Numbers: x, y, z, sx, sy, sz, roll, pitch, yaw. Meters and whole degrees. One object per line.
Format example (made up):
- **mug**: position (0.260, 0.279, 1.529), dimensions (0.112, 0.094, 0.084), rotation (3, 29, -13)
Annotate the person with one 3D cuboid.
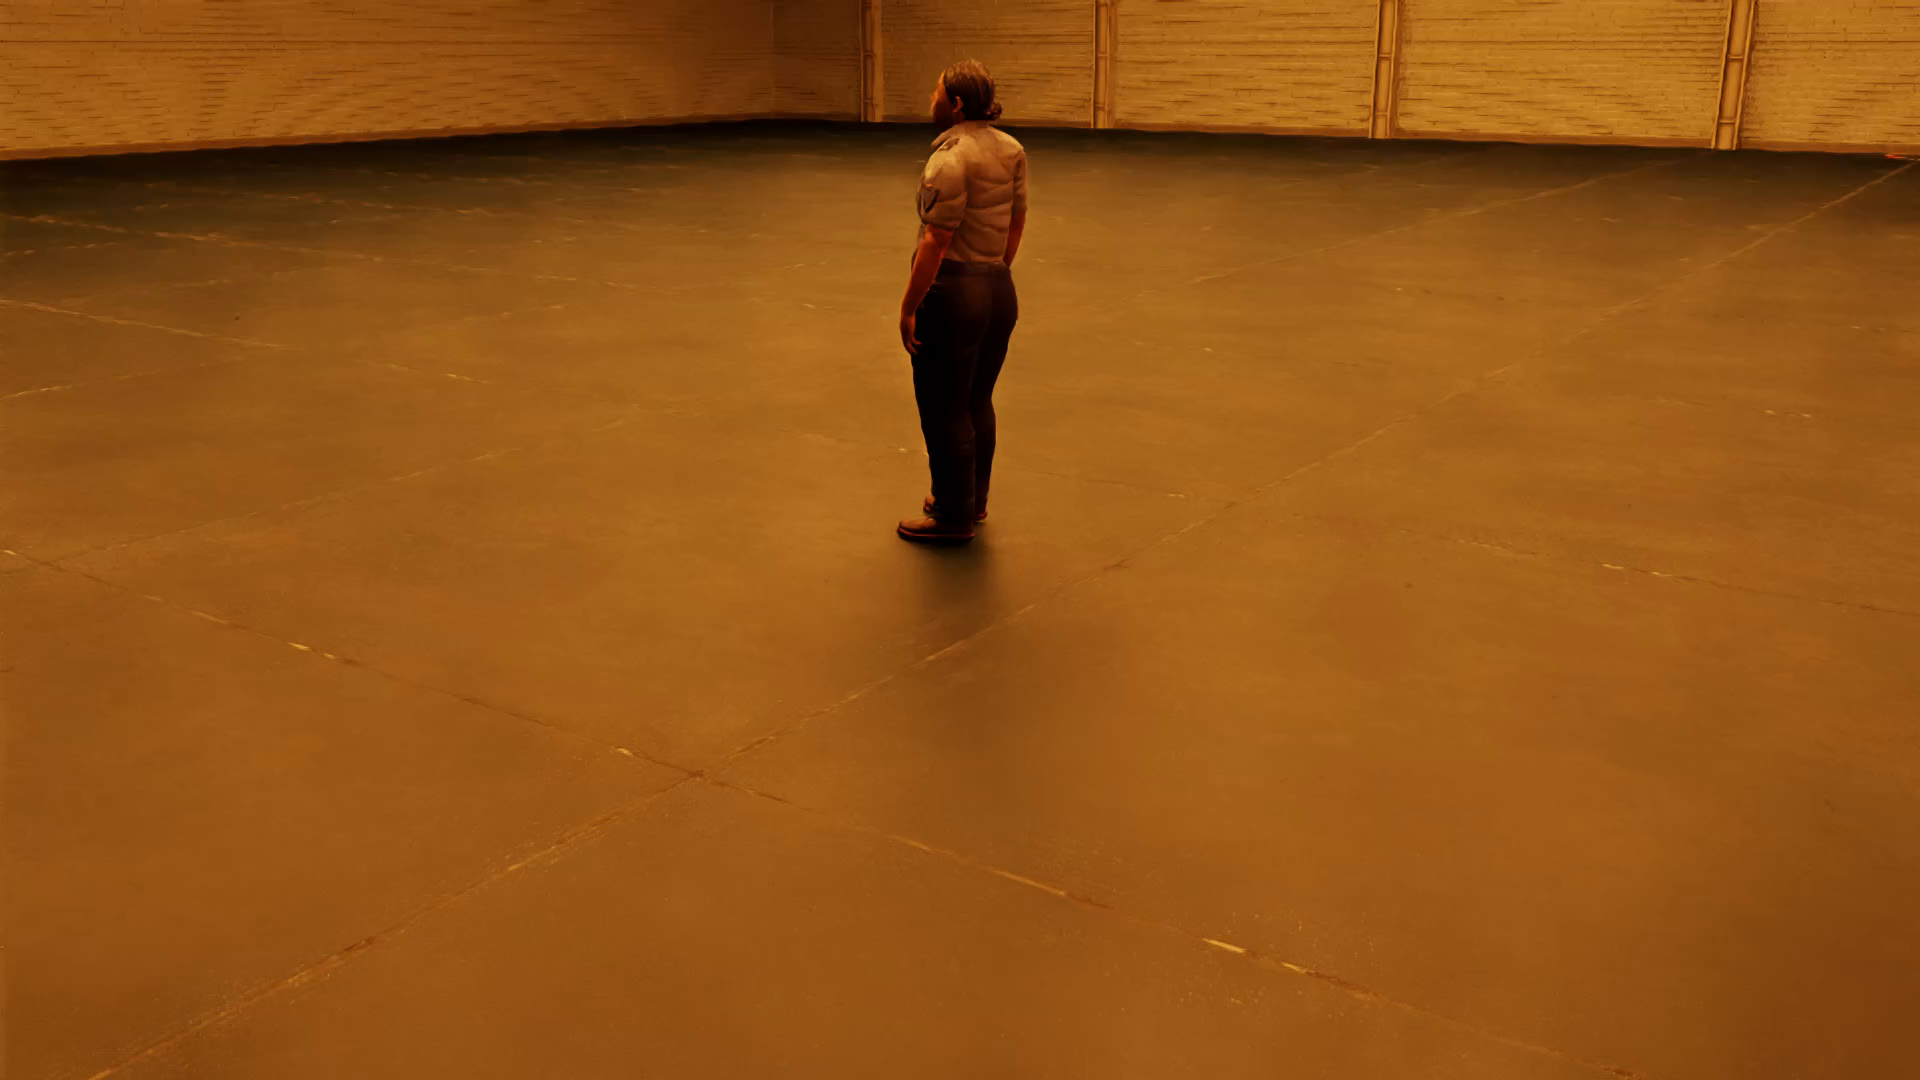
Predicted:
- **person**: position (-0.061, -0.816, 5.777), dimensions (0.502, 1.650, 0.599), rotation (11, 20, 33)
